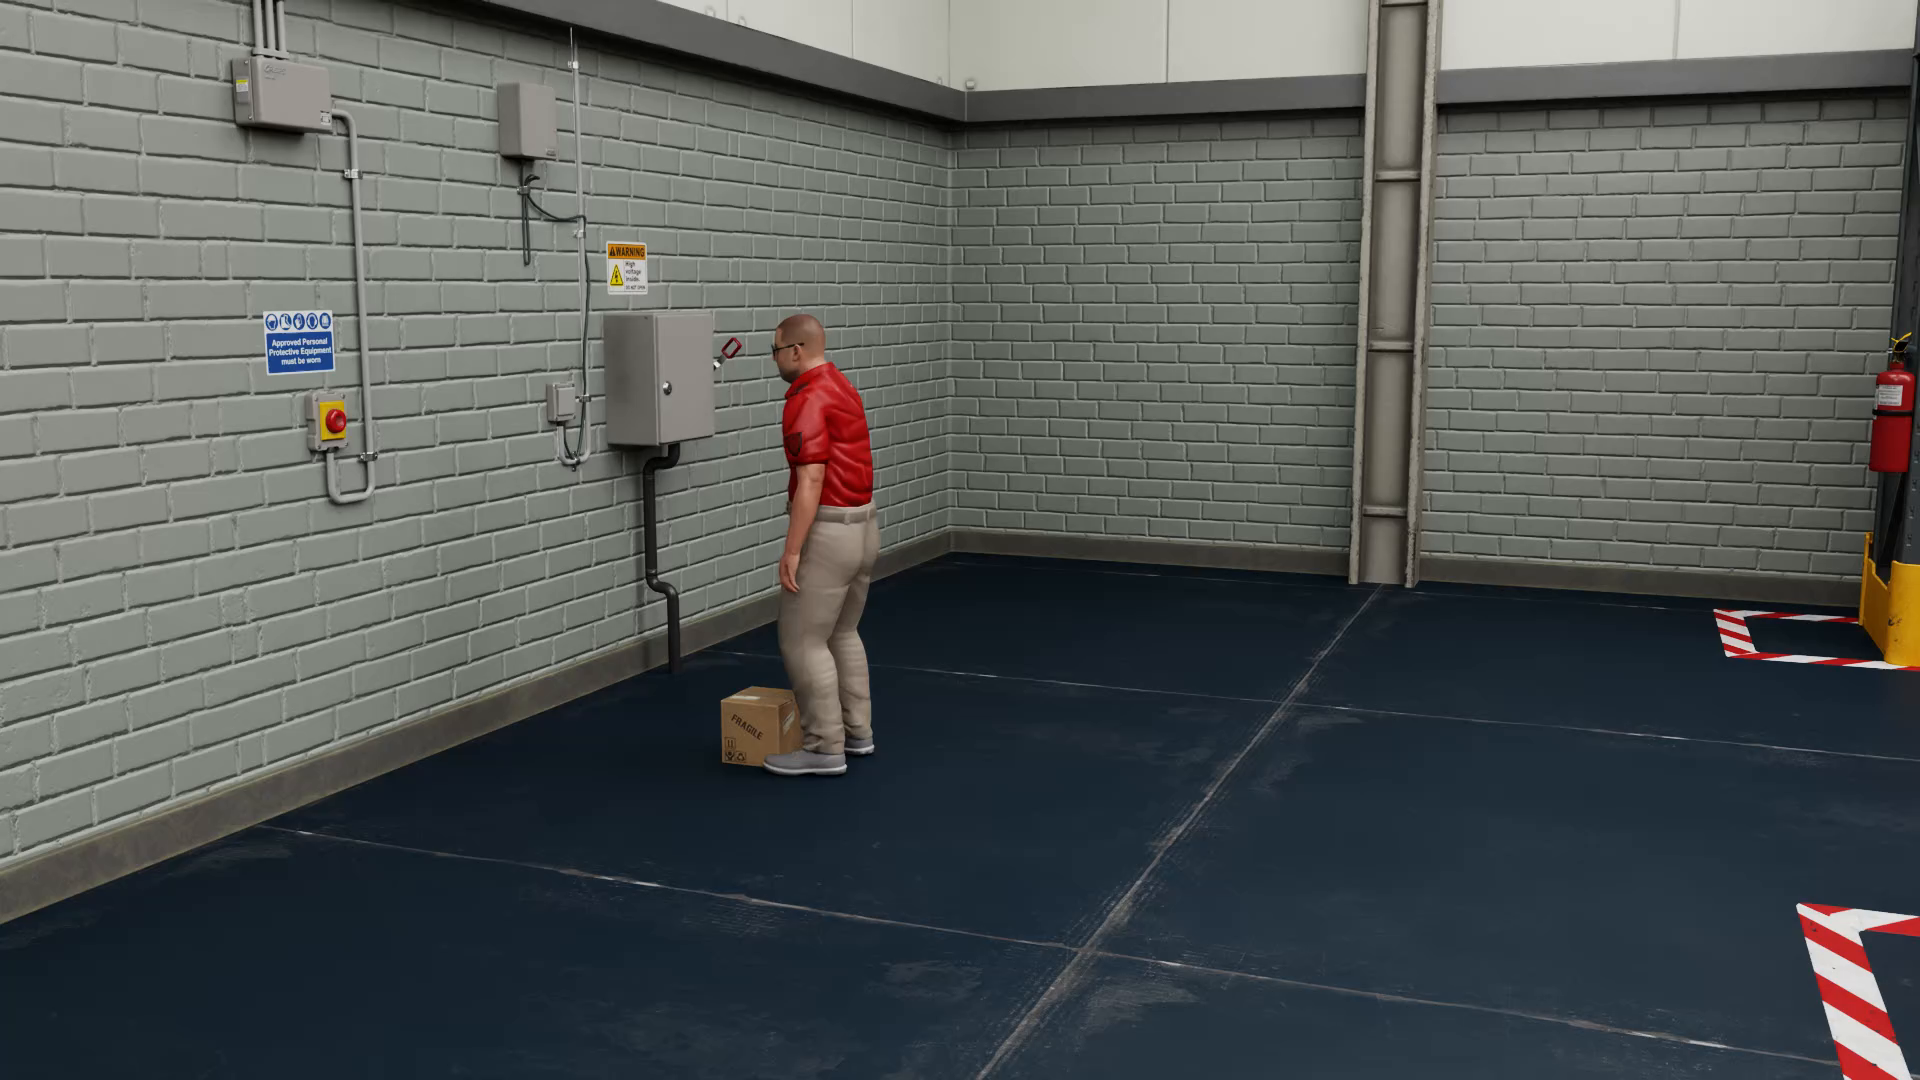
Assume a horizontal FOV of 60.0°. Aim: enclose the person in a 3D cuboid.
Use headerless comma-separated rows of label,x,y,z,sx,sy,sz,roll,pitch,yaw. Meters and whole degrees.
person,-0.524,0.014,6.301,0.393,1.726,0.605,3,9,18
